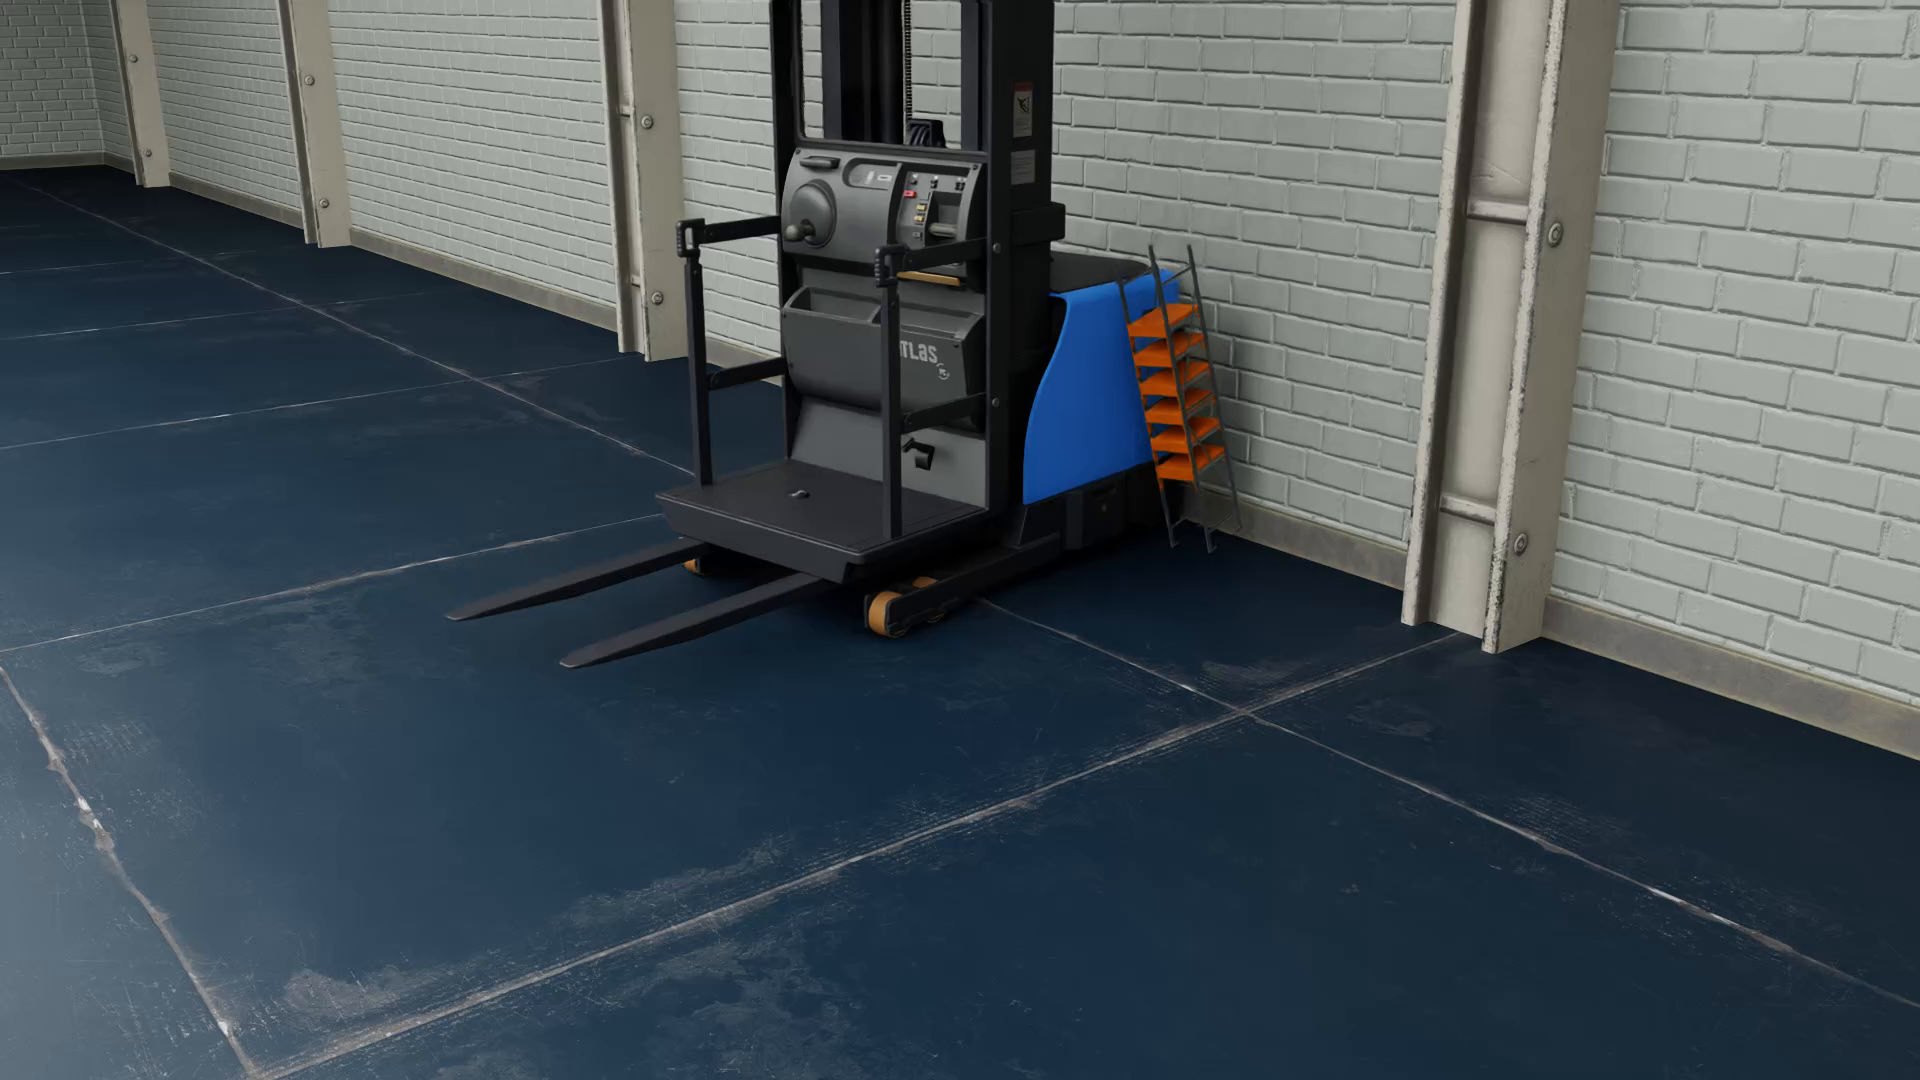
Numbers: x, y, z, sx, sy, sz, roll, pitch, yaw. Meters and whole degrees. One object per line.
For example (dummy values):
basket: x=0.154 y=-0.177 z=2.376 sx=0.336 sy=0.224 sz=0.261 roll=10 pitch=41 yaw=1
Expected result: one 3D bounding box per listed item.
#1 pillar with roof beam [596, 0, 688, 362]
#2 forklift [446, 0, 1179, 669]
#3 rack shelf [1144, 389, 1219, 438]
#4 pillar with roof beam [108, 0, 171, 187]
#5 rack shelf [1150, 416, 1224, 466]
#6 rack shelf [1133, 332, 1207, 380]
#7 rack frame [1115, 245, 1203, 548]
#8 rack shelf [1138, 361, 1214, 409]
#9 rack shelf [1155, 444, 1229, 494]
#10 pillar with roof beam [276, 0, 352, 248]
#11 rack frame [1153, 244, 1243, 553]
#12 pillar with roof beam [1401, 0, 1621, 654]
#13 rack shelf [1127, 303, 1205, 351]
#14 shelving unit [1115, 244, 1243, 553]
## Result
pillar with roof beam: x=-5.275 y=-4.598 z=6.434 sx=9.100 sy=9.000 sz=0.400 roll=-14 pitch=23 yaw=-36
forklift: x=-0.434 y=-1.225 z=5.898 sx=1.130 sy=2.935 sz=3.031 roll=15 pitch=24 yaw=38
rack shelf: x=0.877 y=-0.505 z=6.542 sx=0.180 sy=0.103 sz=0.258 roll=9 pitch=33 yaw=43
pillar with roof beam: x=-12.726 y=-7.555 z=15.364 sx=9.100 sy=9.000 sz=0.400 roll=-14 pitch=23 yaw=-36
rack shelf: x=0.905 y=-0.398 z=6.589 sx=0.180 sy=0.103 sz=0.258 roll=9 pitch=33 yaw=43
rack shelf: x=0.822 y=-0.718 z=6.447 sx=0.180 sy=0.103 sz=0.258 roll=9 pitch=33 yaw=43
rack frame: x=0.801 y=-0.555 z=6.586 sx=0.006 sy=1.200 sz=0.240 roll=9 pitch=33 yaw=43
rack shelf: x=0.850 y=-0.611 z=6.494 sx=0.180 sy=0.103 sz=0.258 roll=9 pitch=33 yaw=43
rack shelf: x=0.932 y=-0.291 z=6.637 sx=0.180 sy=0.103 sz=0.258 roll=9 pitch=33 yaw=43
pillar with roof beam: x=-9.001 y=-6.077 z=10.899 sx=9.100 sy=9.000 sz=0.400 roll=-14 pitch=23 yaw=-36
rack frame: x=0.933 y=-0.533 z=6.462 sx=0.006 sy=1.200 sz=0.240 roll=9 pitch=33 yaw=43
pillar with roof beam: x=-1.550 y=-3.120 z=1.969 sx=9.100 sy=9.000 sz=0.400 roll=-14 pitch=23 yaw=-36
rack shelf: x=0.794 y=-0.825 z=6.399 sx=0.180 sy=0.103 sz=0.258 roll=9 pitch=33 yaw=43
shelving unit: x=0.867 y=-0.544 z=6.524 sx=0.189 sy=1.200 sz=0.258 roll=9 pitch=33 yaw=43
